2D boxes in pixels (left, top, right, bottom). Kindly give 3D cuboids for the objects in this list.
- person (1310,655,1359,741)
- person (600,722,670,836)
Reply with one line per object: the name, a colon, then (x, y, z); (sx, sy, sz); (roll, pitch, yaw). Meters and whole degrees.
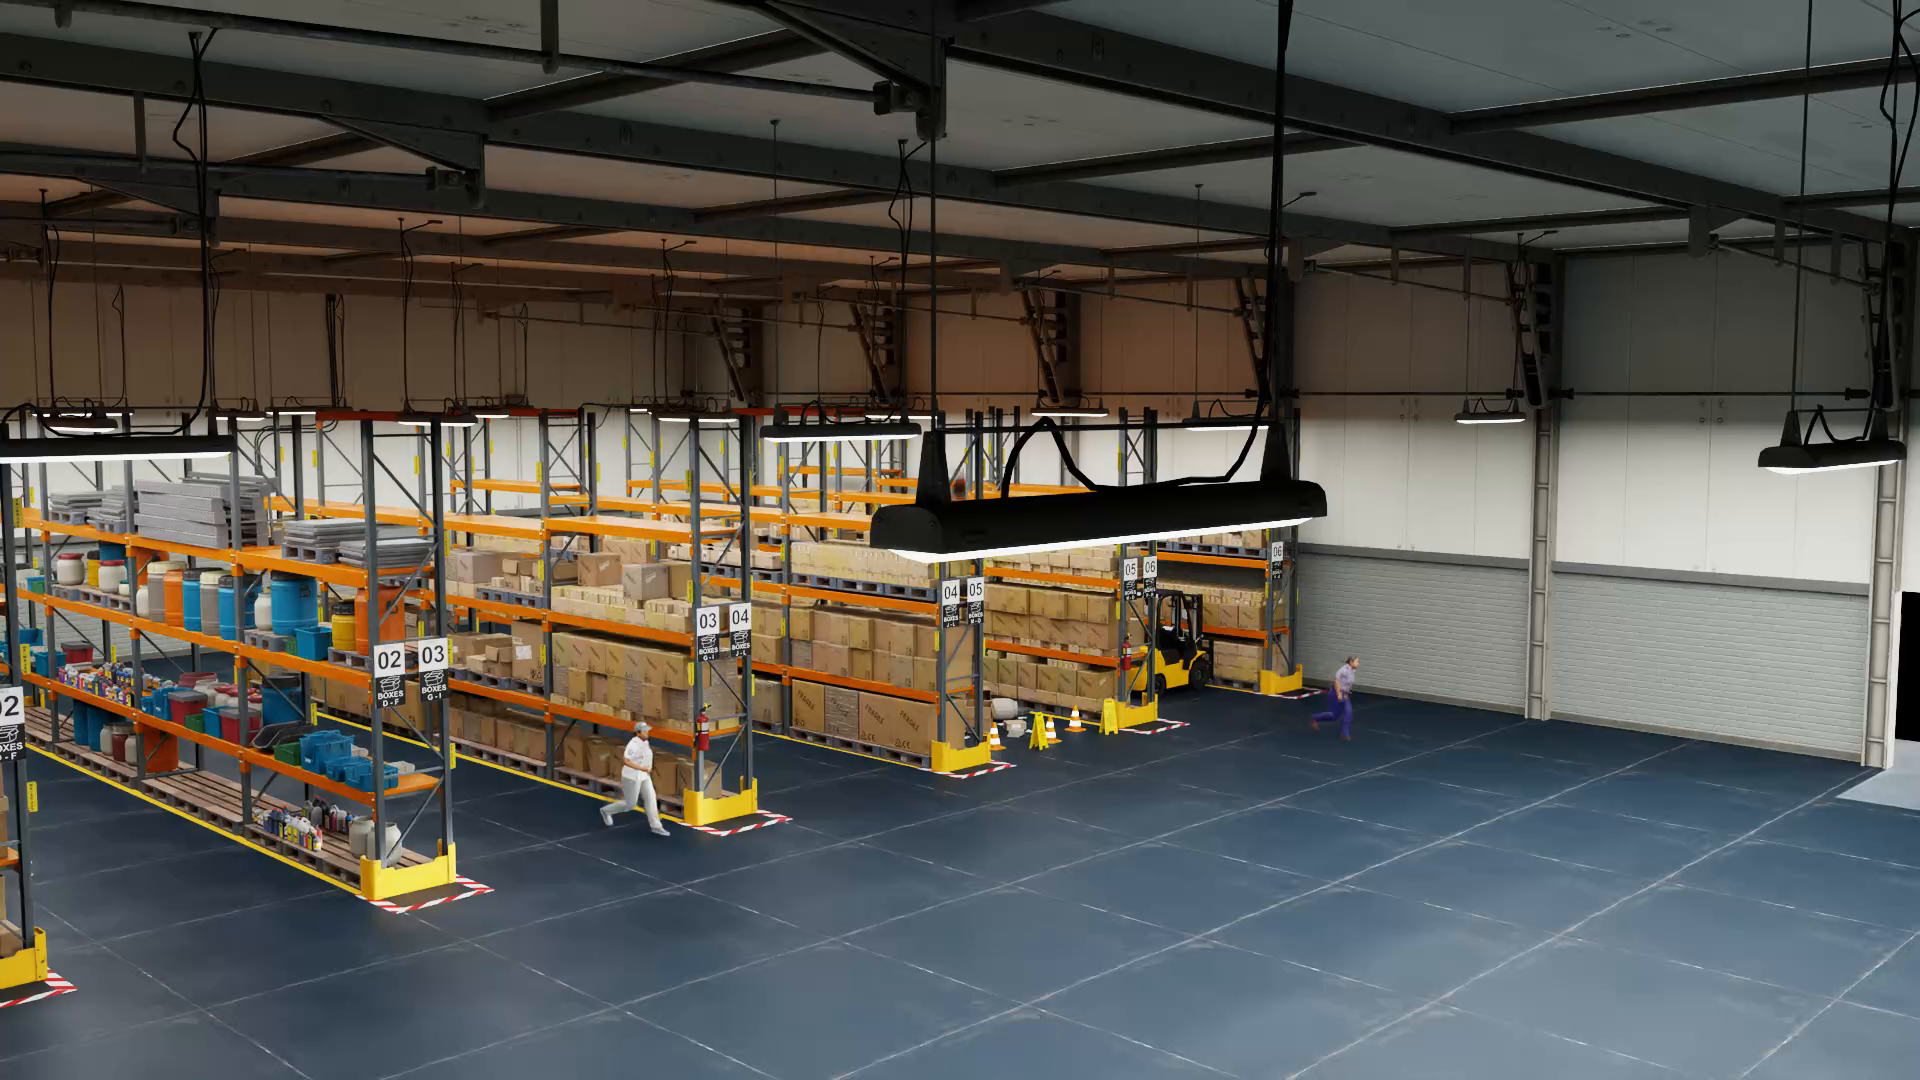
person: (6.864, 2.877, 30.468); (0.876, 1.609, 0.610); (2, 6, 24)
person: (-4.629, 3.403, 23.754); (1.054, 1.639, 0.617); (2, 5, 17)
